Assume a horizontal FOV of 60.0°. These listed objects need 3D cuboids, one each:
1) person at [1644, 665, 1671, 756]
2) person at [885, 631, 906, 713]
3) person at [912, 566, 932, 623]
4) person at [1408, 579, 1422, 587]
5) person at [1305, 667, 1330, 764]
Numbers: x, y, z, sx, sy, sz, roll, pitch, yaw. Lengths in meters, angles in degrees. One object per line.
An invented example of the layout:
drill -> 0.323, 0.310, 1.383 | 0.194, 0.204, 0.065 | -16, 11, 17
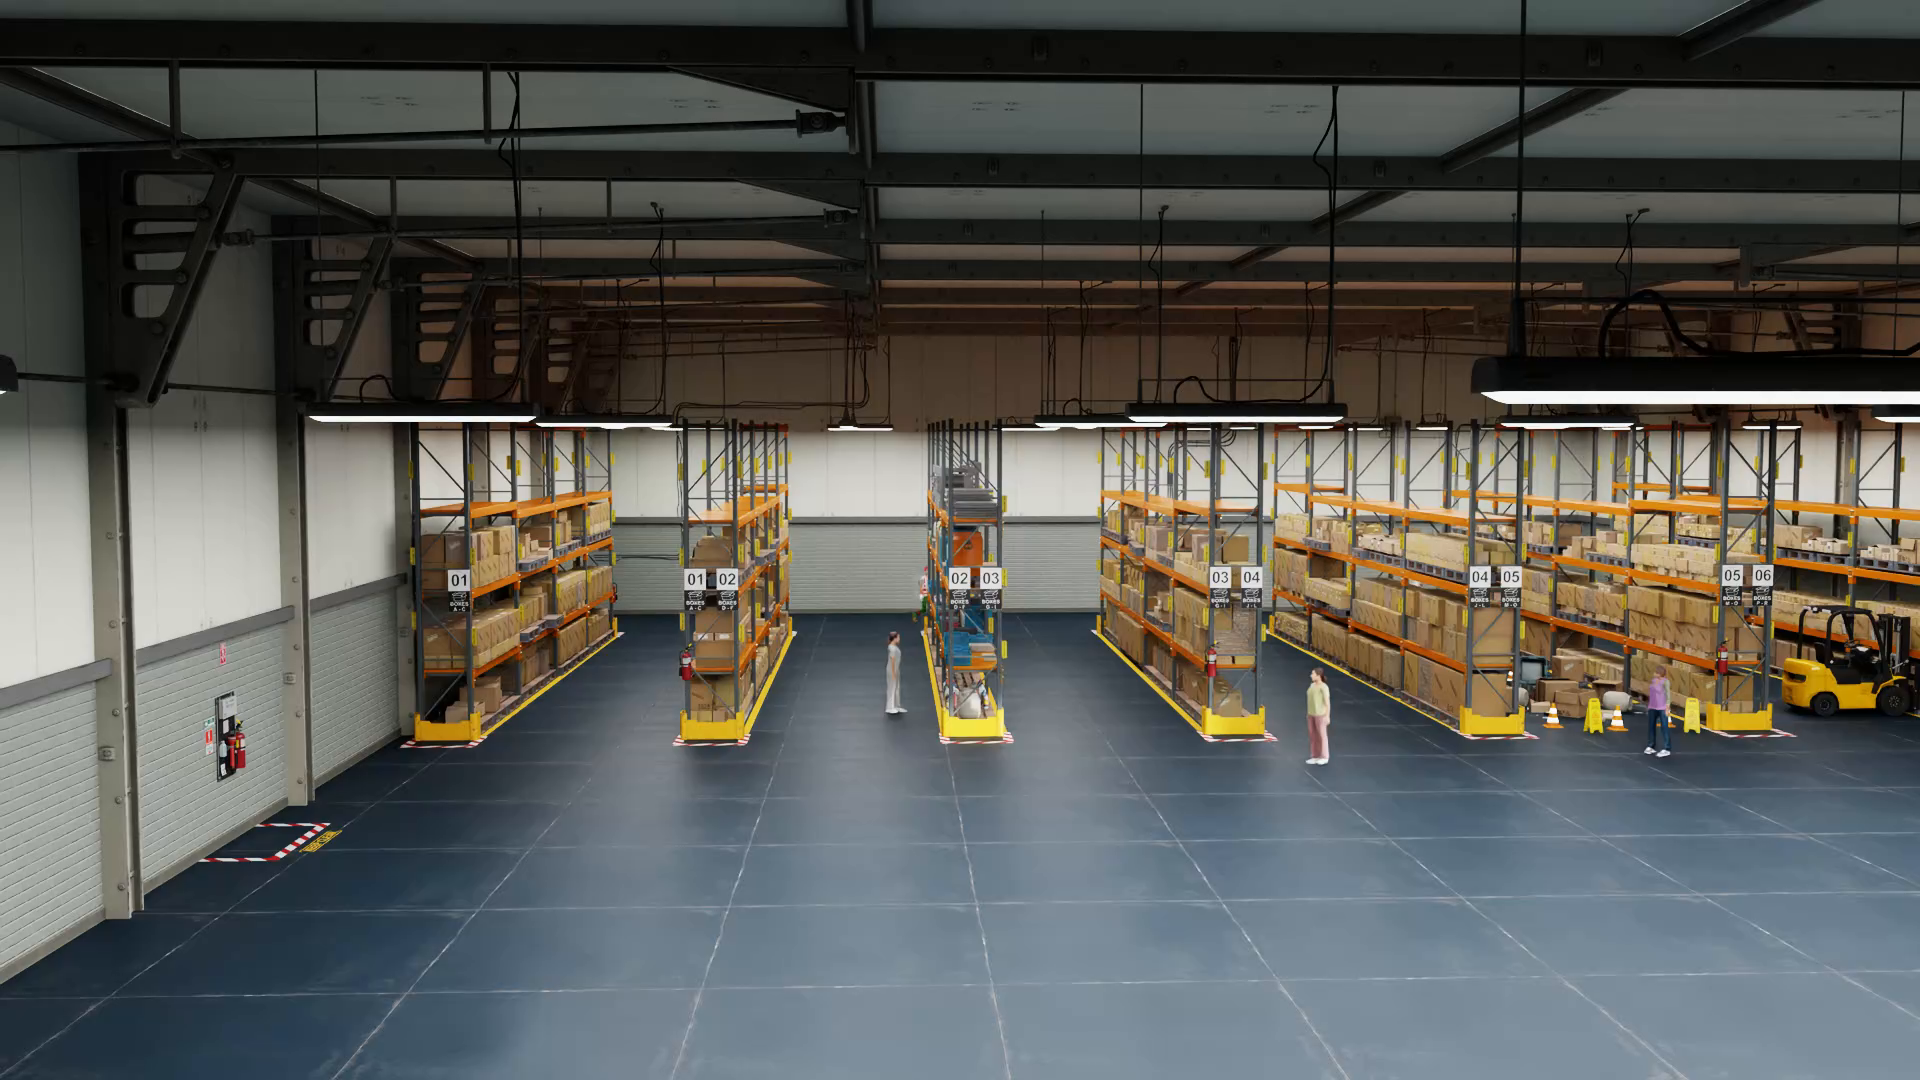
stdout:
person -> 12.419, 3.022, 29.602 | 0.368, 1.594, 0.490 | -2, 4, -33
person -> -1.326, 2.704, 34.040 | 0.411, 1.688, 0.460 | 0, 4, 2
person -> -1.029, 1.661, 49.585 | 0.815, 1.760, 0.608 | 2, 4, 34
person -> 14.195, 1.530, 51.869 | 0.953, 1.740, 0.627 | -2, 4, -30
person -> 6.211, 3.052, 28.786 | 0.363, 1.708, 0.554 | -2, 4, -30
